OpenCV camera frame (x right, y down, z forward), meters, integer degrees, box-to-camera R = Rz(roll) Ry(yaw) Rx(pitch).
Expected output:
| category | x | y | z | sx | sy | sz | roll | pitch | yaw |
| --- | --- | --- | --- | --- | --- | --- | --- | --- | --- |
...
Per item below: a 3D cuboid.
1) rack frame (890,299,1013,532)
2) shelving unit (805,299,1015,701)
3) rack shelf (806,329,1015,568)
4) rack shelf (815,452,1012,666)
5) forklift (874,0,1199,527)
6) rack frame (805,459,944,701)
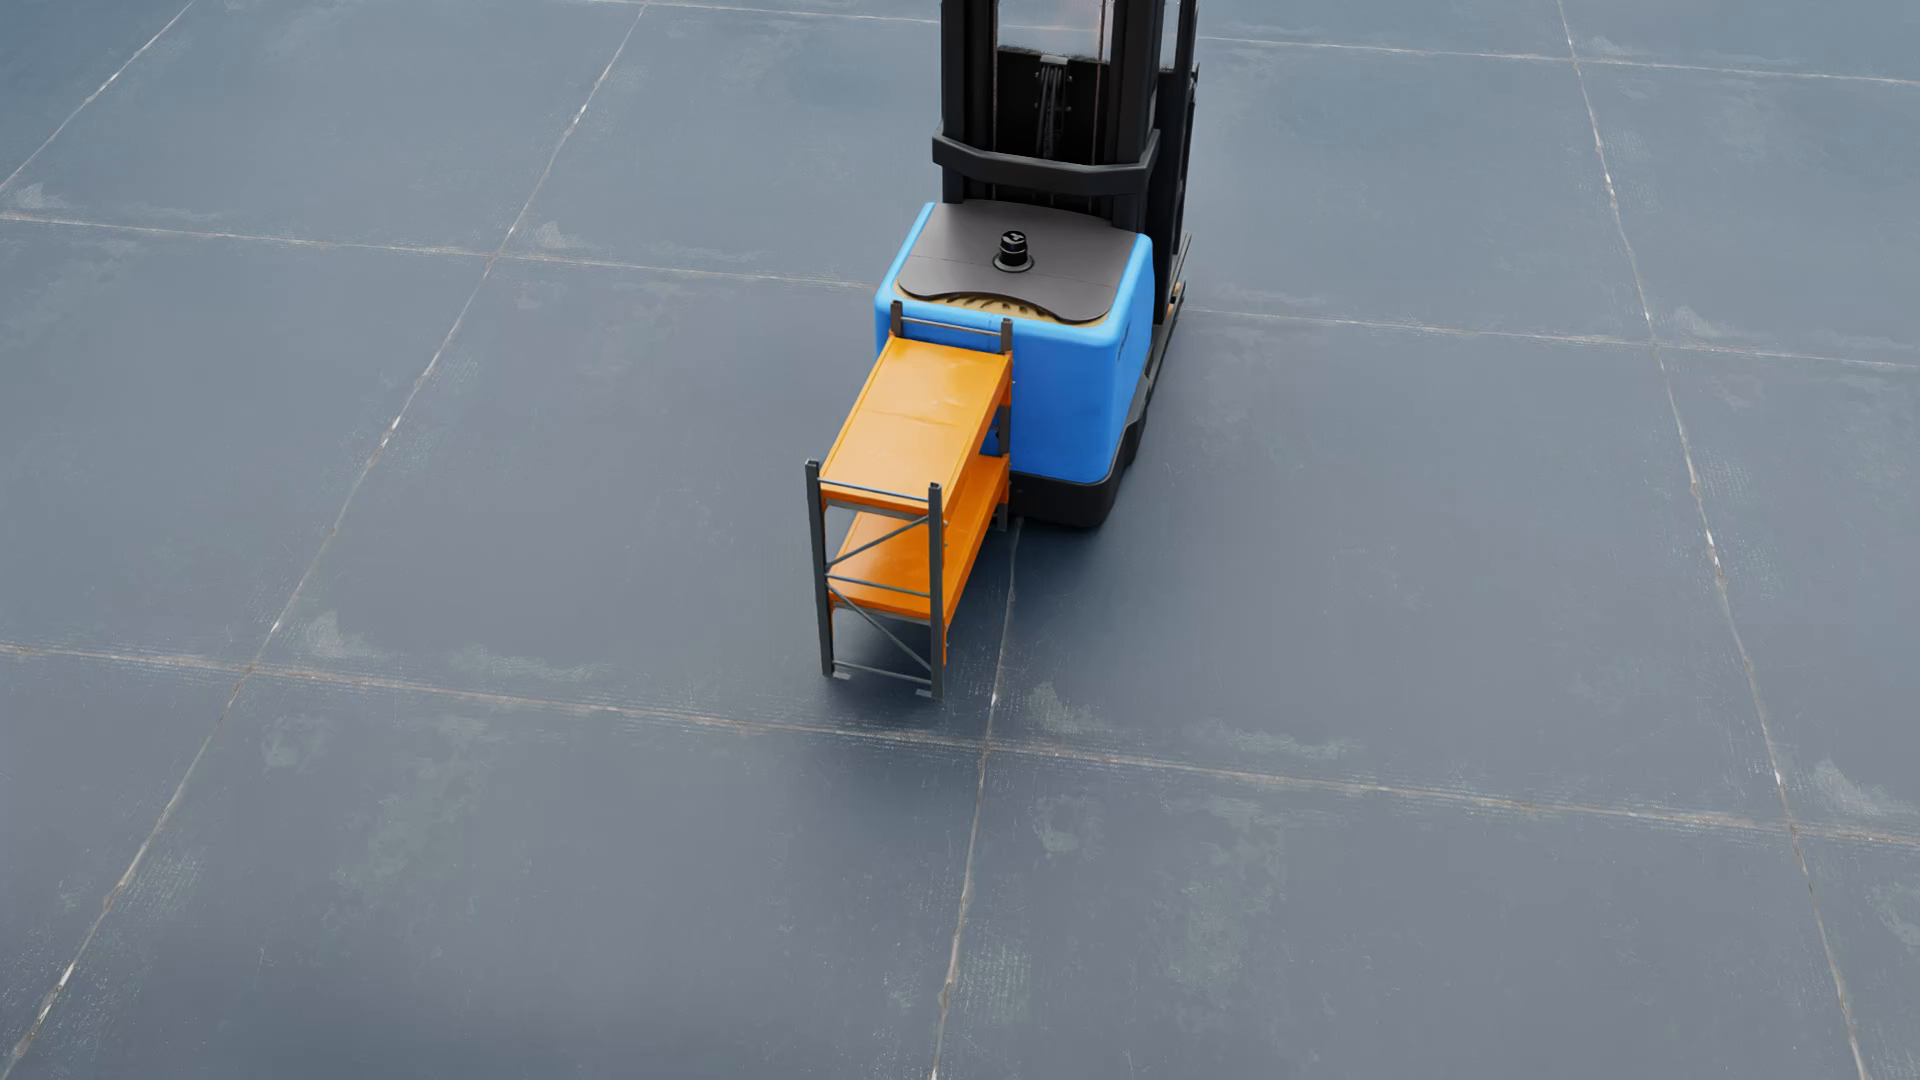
| category | x | y | z | sx | sy | sz | roll | pitch | yaw |
| --- | --- | --- | --- | --- | --- | --- | --- | --- | --- |
| rack frame | -0.035 | -0.499 | 6.981 | 0.500 | 1.125 | 0.032 | 11 | 45 | 11 |
| shelving unit | -0.171 | -0.162 | 6.626 | 0.538 | 1.125 | 1.048 | 11 | 45 | 11 |
| rack shelf | -0.171 | -0.375 | 6.424 | 0.538 | 0.278 | 1.000 | 11 | 45 | 11 |
| rack shelf | -0.171 | 0.015 | 6.794 | 0.538 | 0.278 | 1.000 | 11 | 45 | 11 |
| forklift | 0.521 | -2.151 | 7.412 | 1.130 | 2.935 | 3.031 | 11 | 45 | 11 |
| rack frame | -0.308 | 0.174 | 6.270 | 0.500 | 1.125 | 0.032 | 11 | 45 | 11 |
